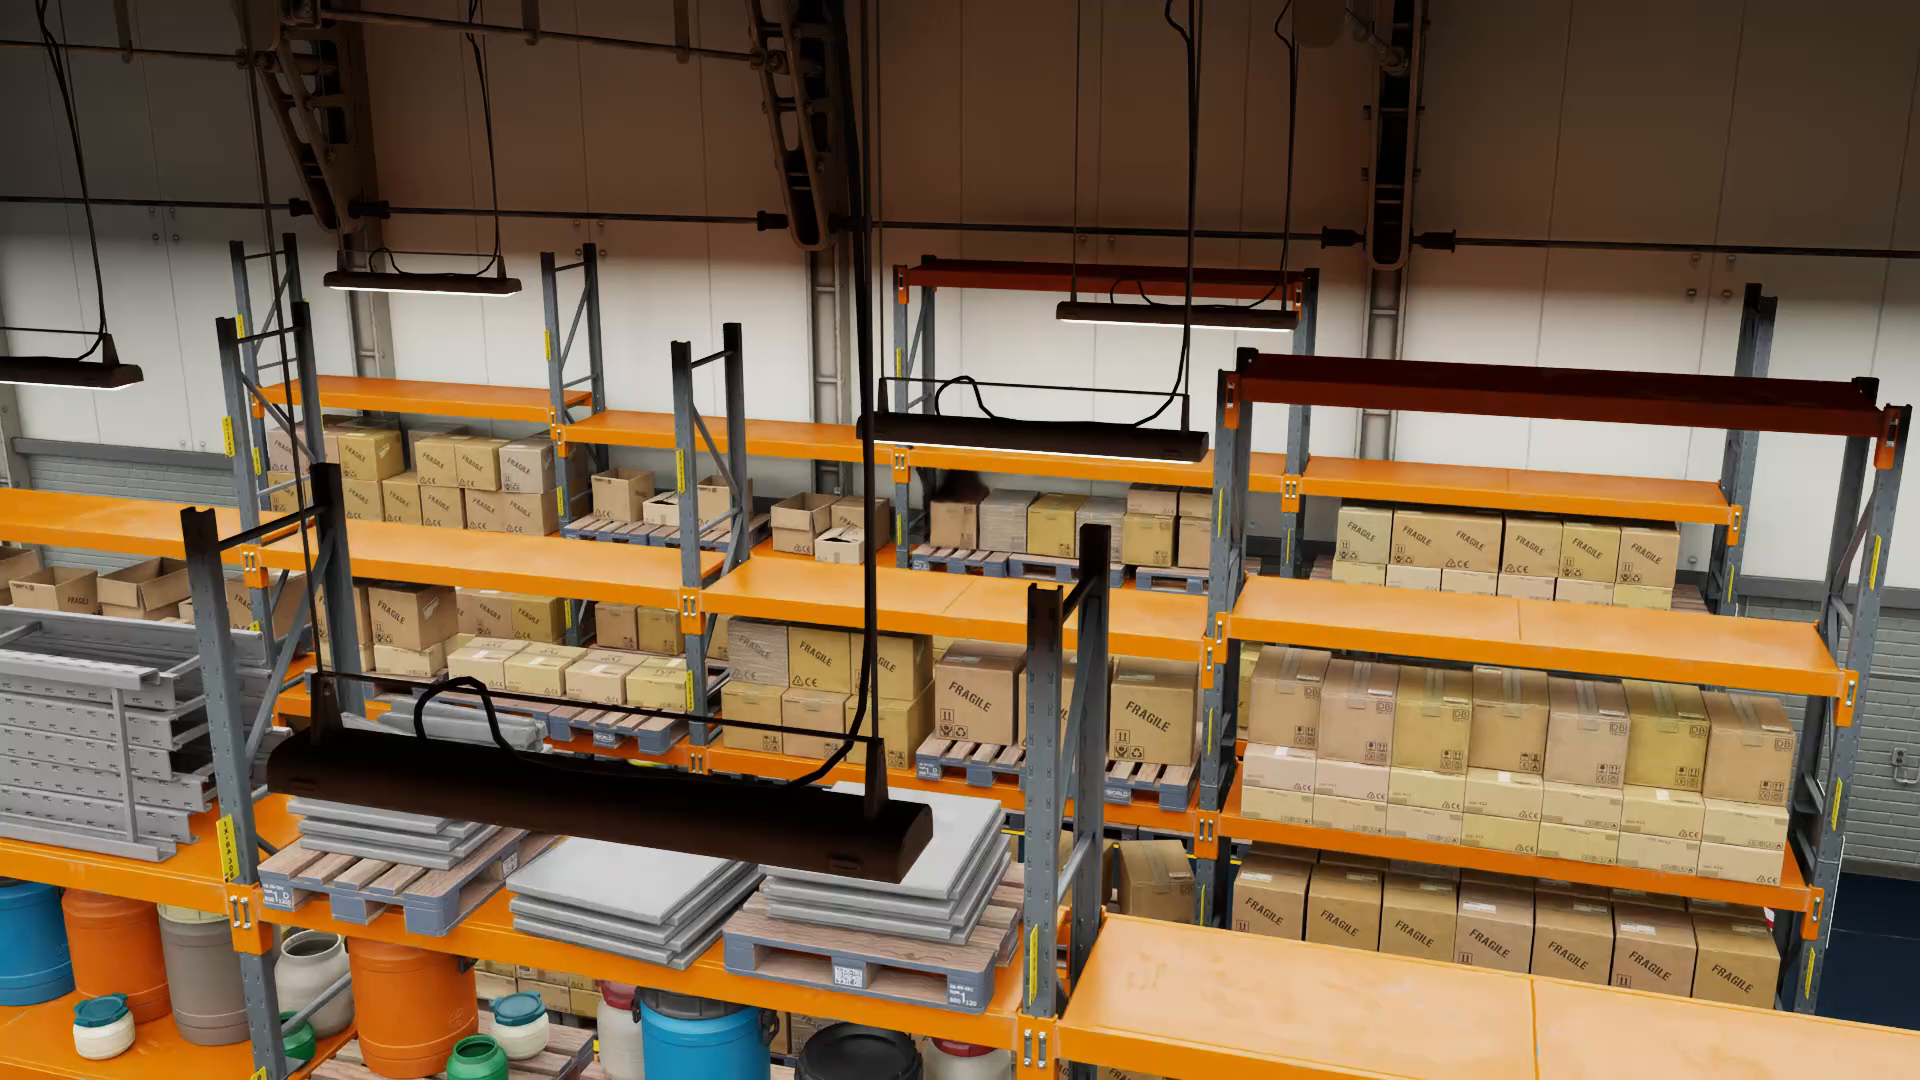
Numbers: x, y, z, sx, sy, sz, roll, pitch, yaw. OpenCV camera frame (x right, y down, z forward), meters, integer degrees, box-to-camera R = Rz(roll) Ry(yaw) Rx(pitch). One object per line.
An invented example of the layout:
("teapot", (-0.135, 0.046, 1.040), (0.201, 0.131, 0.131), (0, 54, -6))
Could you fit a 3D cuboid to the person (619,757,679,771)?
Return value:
("person", (-3.227, 2.302, 17.233), (0.616, 1.786, 0.410), (-3, 16, -10))
